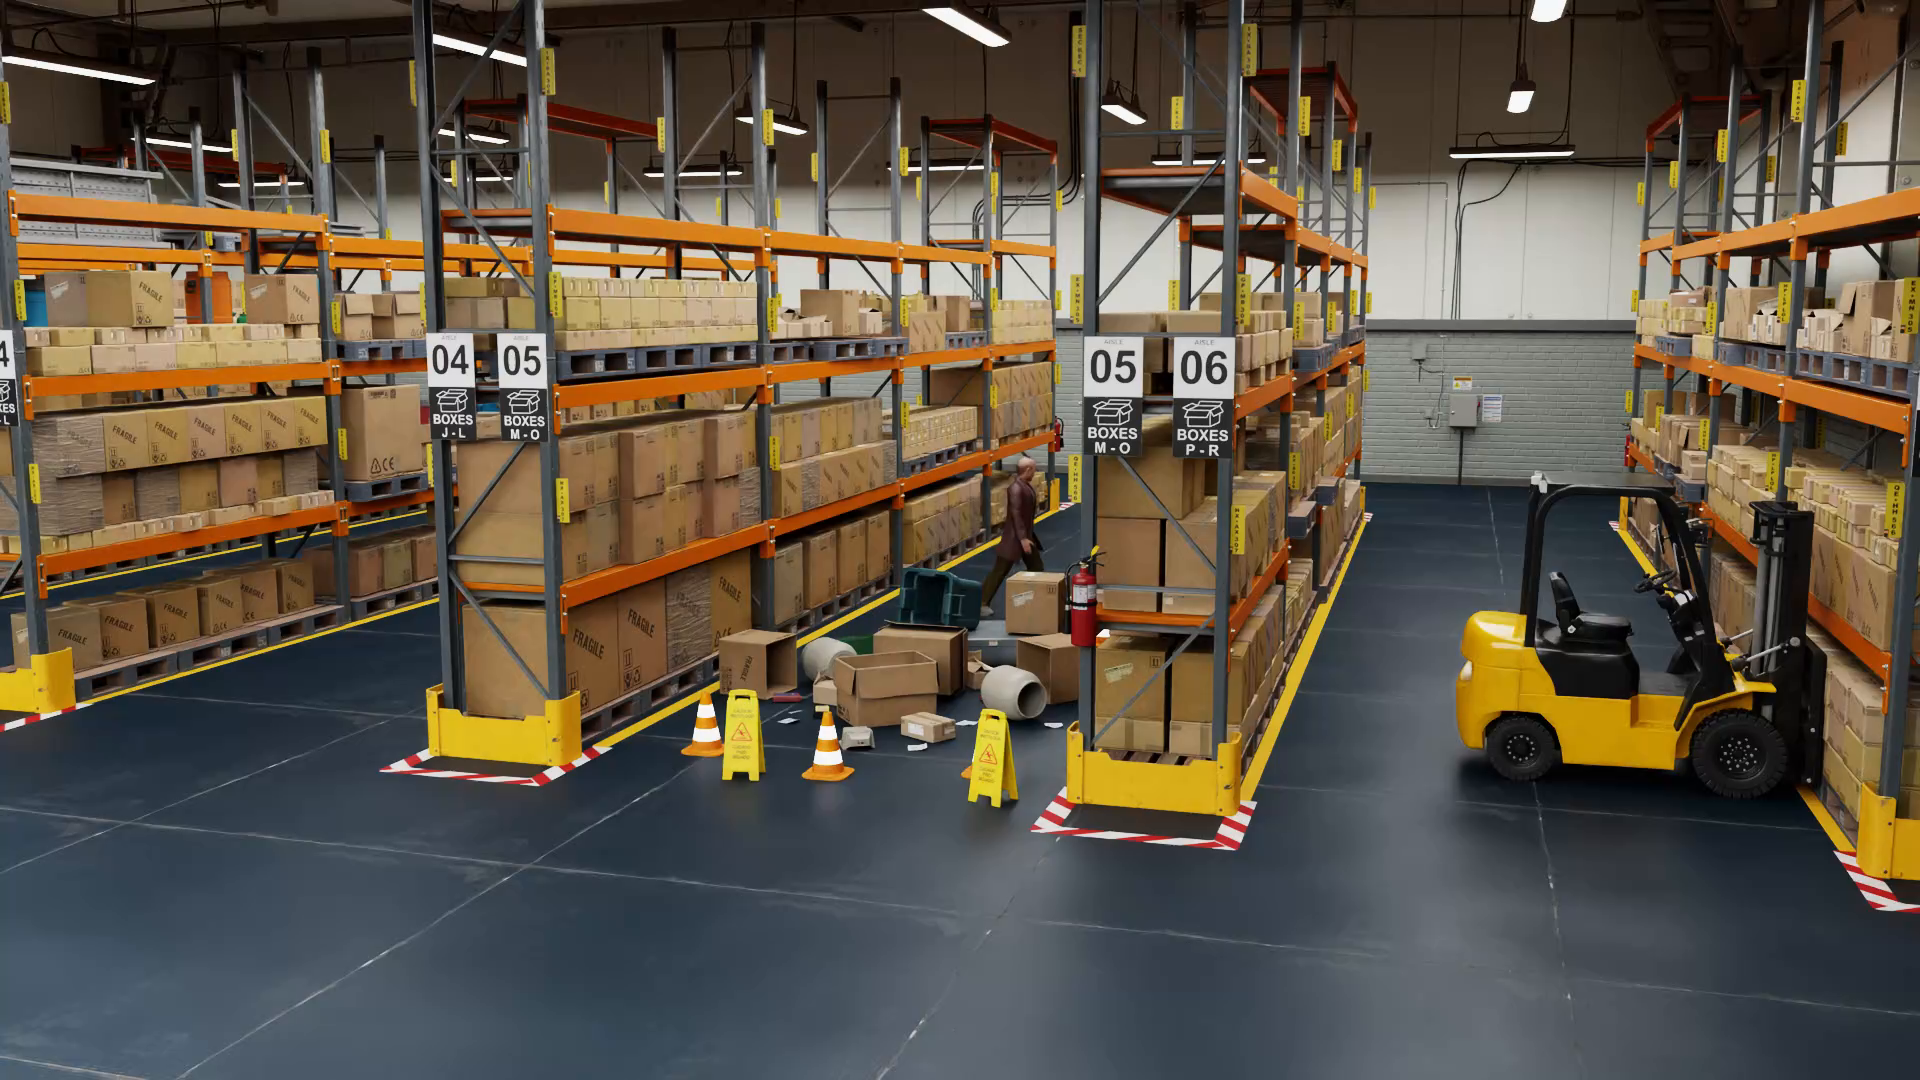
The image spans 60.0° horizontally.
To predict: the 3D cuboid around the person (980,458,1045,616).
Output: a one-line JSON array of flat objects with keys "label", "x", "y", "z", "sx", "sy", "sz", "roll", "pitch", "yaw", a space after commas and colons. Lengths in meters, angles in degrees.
[{"label": "person", "x": 0.643, "y": -0.020, "z": 18.050, "sx": 0.993, "sy": 1.745, "sz": 0.702, "roll": 3, "pitch": 9, "yaw": 20}]
